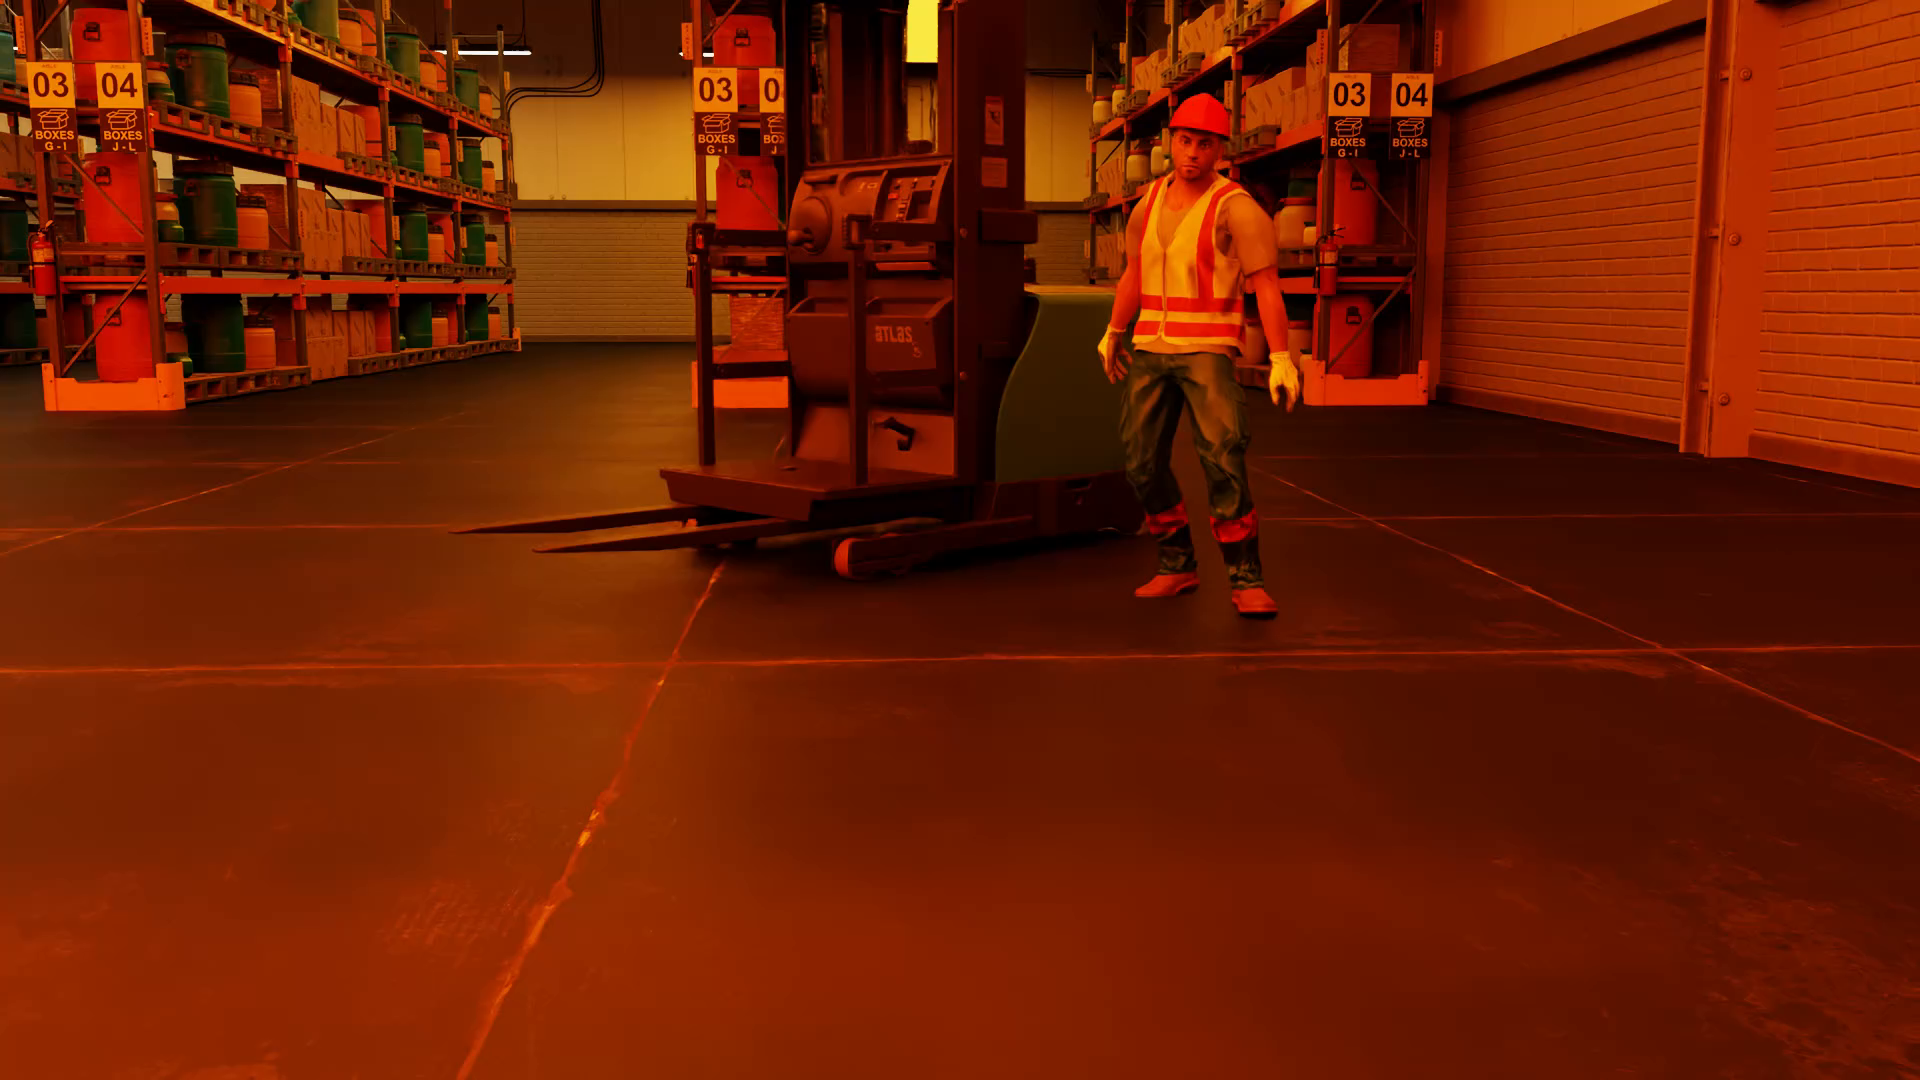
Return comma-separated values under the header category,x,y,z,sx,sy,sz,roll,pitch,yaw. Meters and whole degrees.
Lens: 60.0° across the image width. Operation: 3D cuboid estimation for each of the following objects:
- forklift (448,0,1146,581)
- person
category,x,y,z,sx,sy,sz,roll,pitch,yaw
forklift,-0.527,-1.380,6.626,3.031,2.935,1.130,-8,12,-43
person,0.785,-0.632,5.760,0.462,1.748,0.869,-8,12,-44
